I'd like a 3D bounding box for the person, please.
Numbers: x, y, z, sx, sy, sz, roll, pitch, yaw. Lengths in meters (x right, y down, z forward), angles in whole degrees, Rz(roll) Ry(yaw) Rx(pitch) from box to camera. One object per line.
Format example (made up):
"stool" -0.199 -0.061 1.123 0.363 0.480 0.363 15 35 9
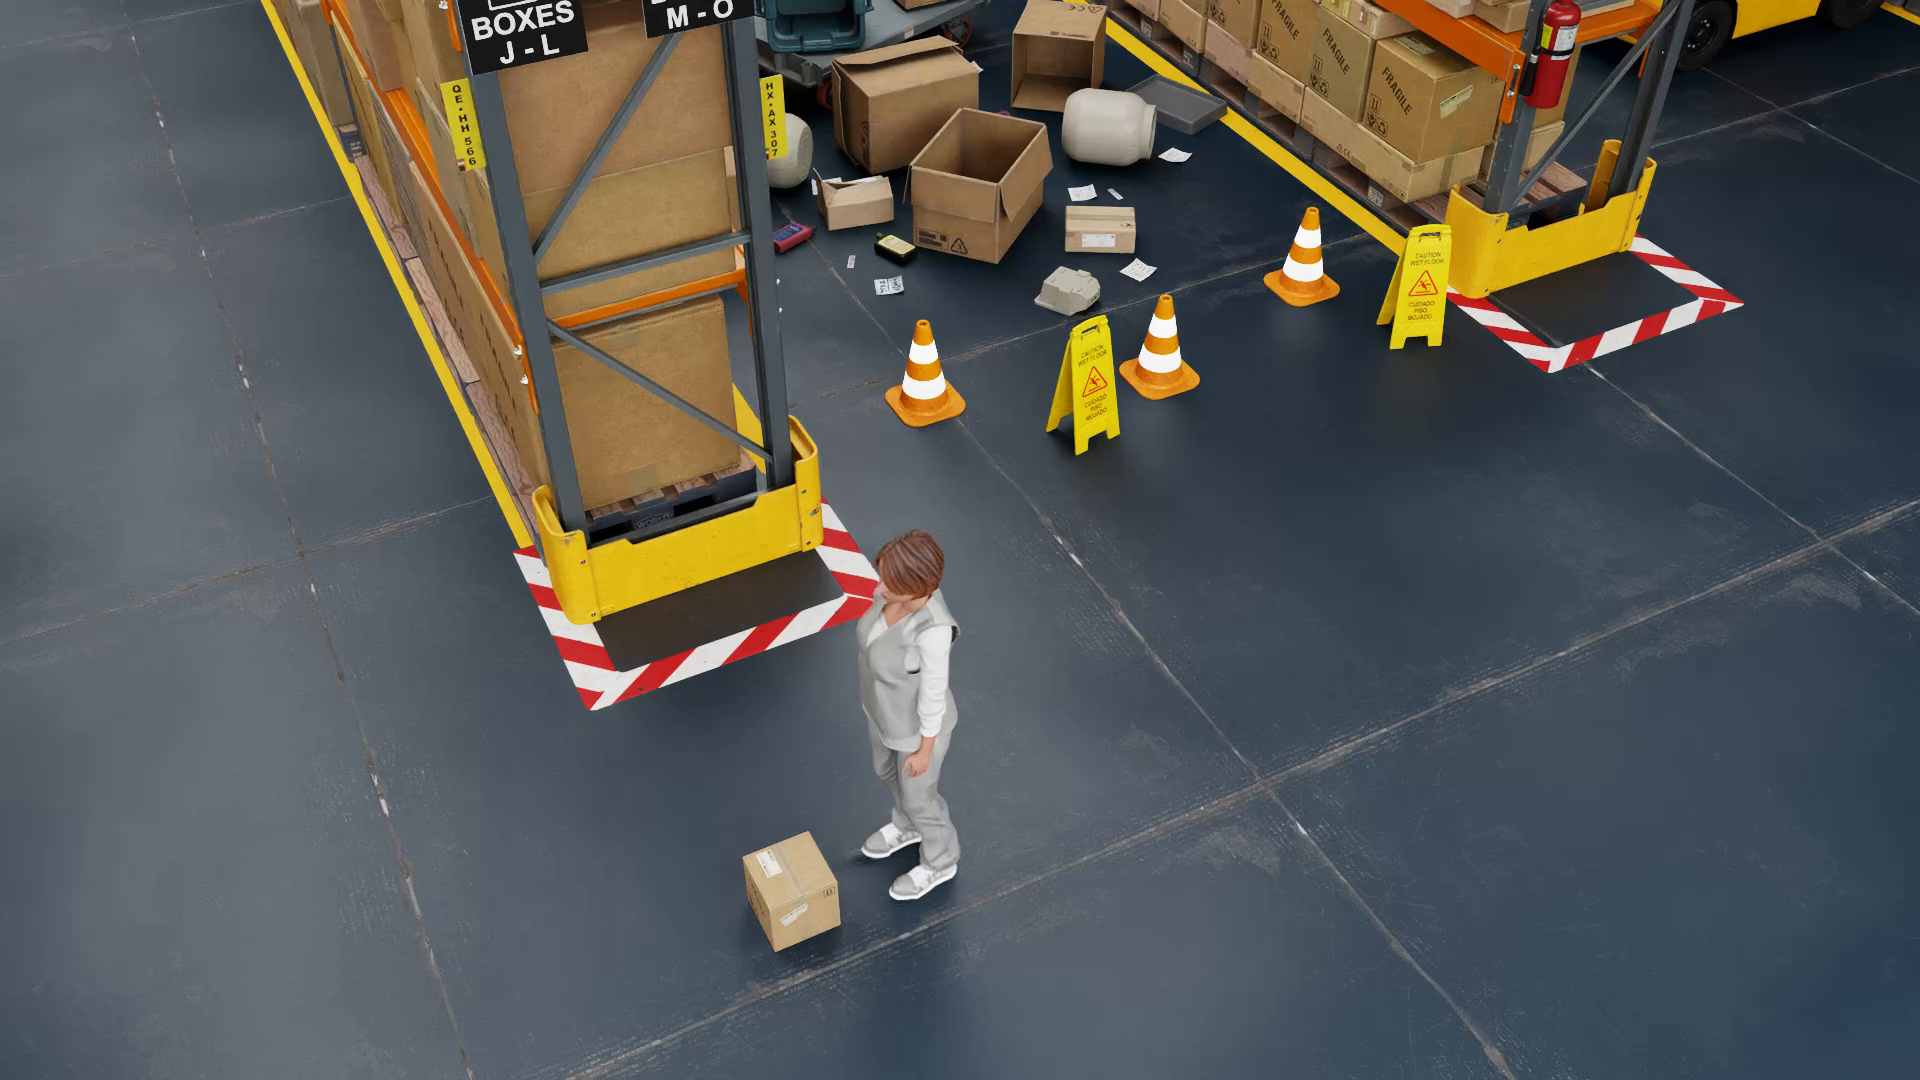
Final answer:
"person" -0.160 0.595 5.507 0.305 1.593 0.407 -18 45 -19
